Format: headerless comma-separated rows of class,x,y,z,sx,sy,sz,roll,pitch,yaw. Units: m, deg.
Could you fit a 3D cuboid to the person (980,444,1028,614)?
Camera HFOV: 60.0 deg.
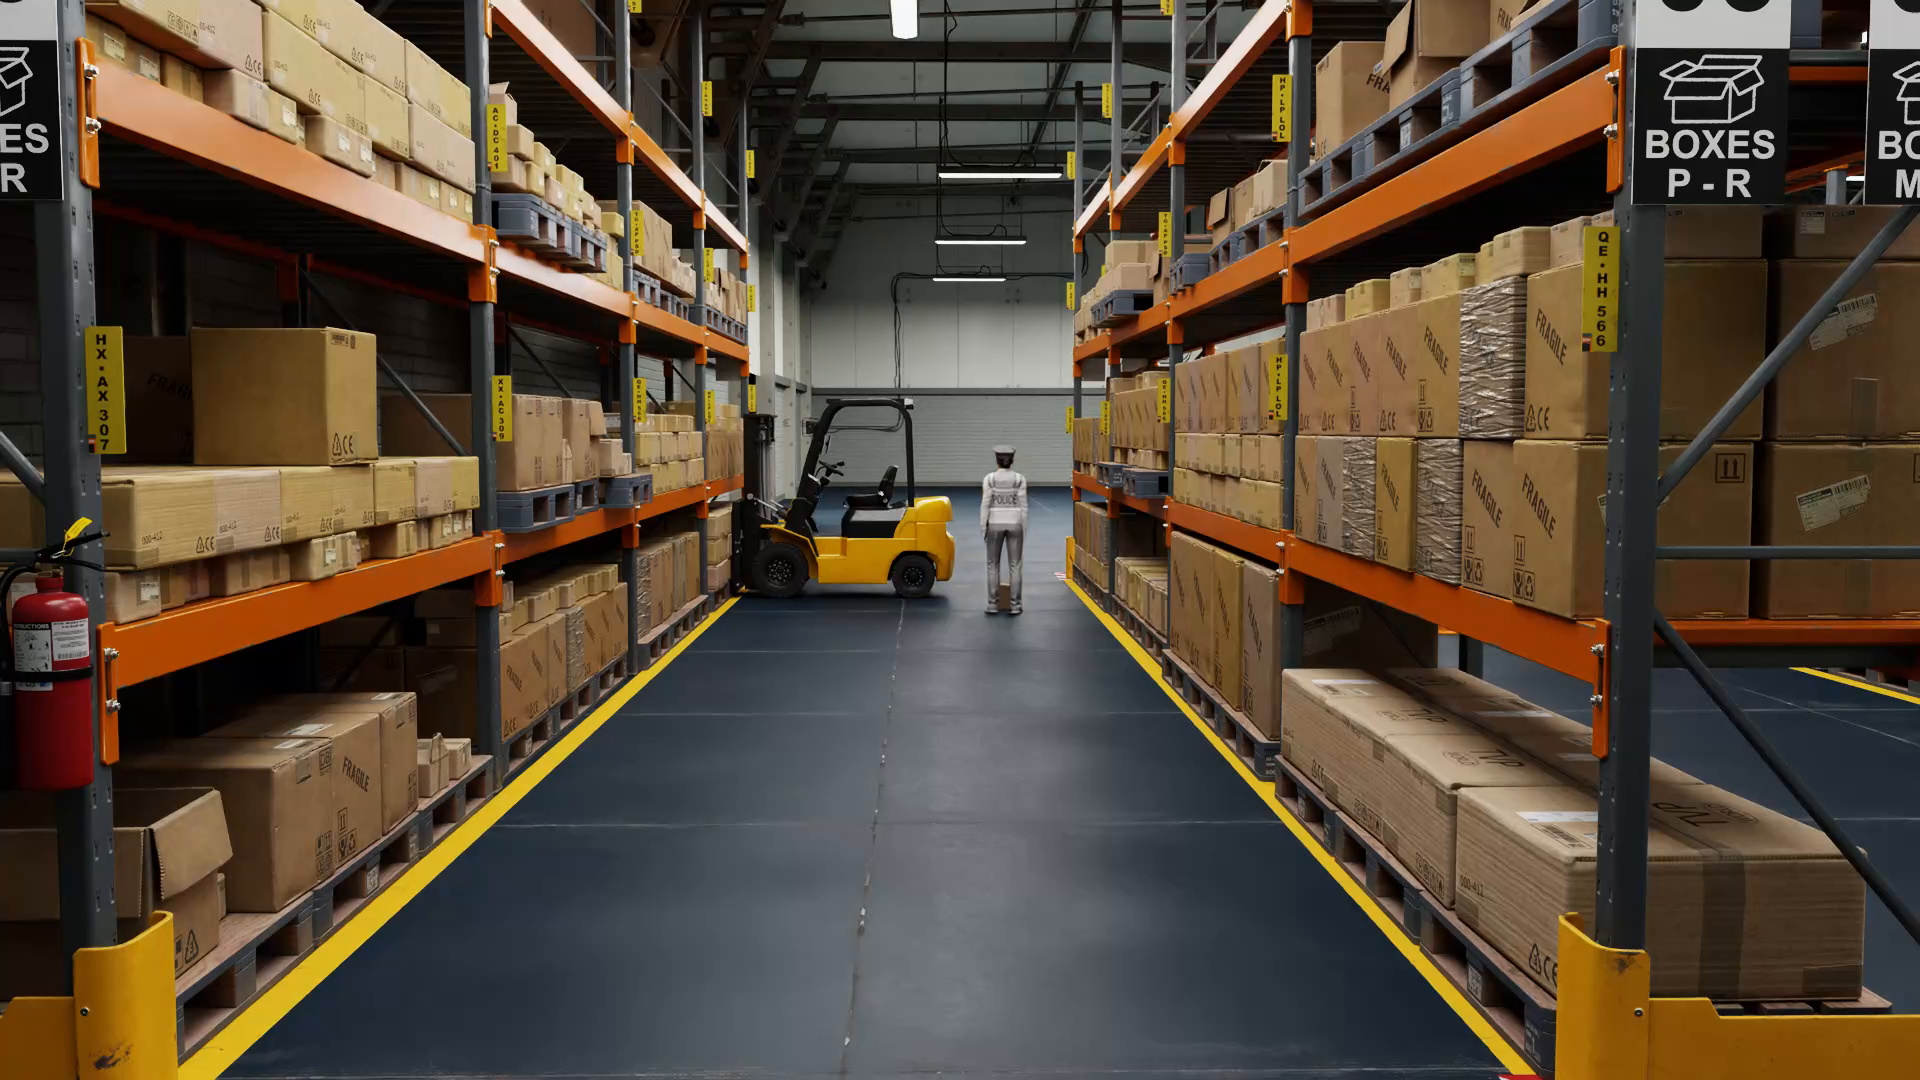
person,0.434,-0.105,16.455,0.472,1.683,0.350,0,4,0
